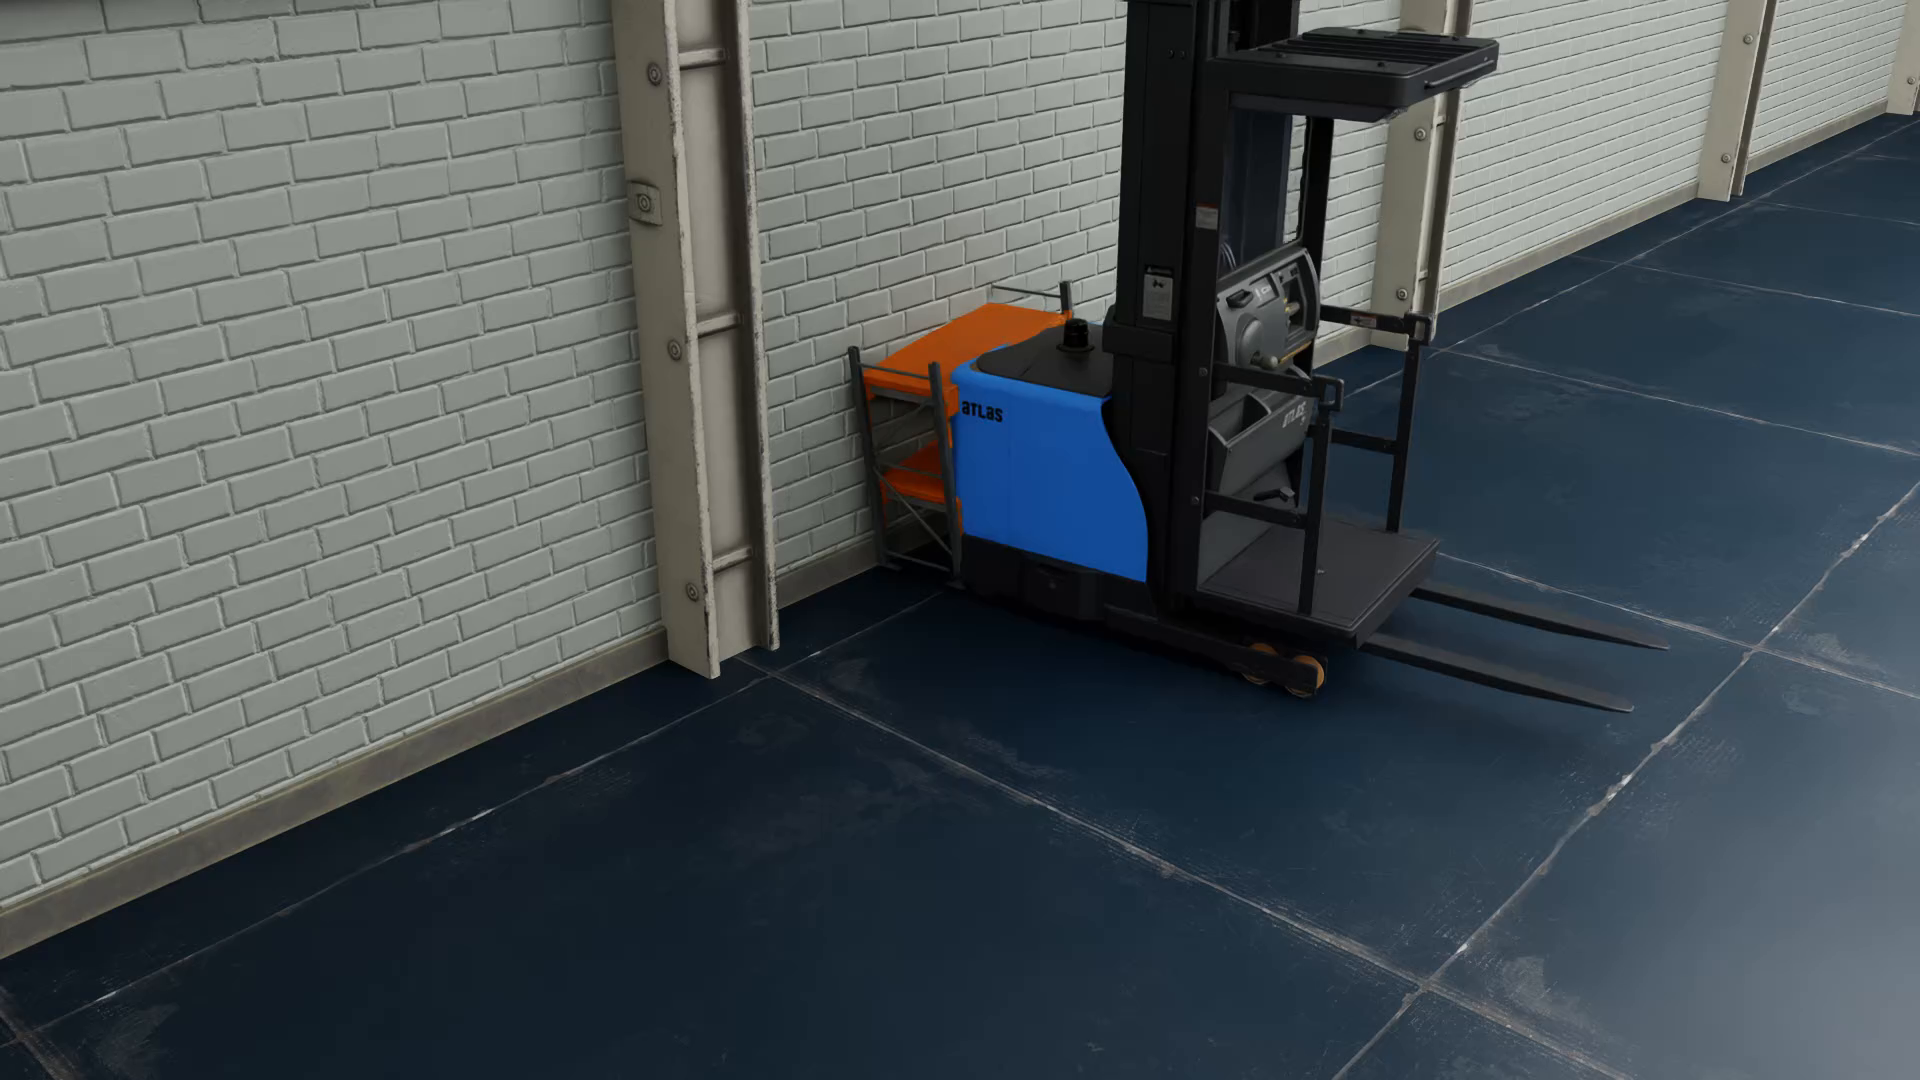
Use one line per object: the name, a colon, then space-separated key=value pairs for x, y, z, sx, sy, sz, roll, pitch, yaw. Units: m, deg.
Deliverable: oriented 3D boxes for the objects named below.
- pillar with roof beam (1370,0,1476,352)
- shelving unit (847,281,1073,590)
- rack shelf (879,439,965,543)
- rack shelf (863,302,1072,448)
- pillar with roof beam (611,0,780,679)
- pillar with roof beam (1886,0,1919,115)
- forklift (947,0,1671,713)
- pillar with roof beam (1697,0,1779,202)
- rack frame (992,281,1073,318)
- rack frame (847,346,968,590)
pillar with roof beam: x=6.186 y=-4.278 z=6.793 sx=9.100 sy=9.000 sz=0.400 roll=20 pitch=31 yaw=38
shelving unit: x=0.070 y=-0.545 z=7.879 sx=0.538 sy=1.125 sz=1.048 roll=15 pitch=36 yaw=35
rack shelf: x=0.097 y=-0.333 z=7.996 sx=0.538 sy=0.278 sz=1.000 roll=15 pitch=36 yaw=35
rack shelf: x=0.038 y=-0.800 z=7.738 sx=0.538 sy=0.278 sz=1.000 roll=15 pitch=36 yaw=35
pillar with roof beam: x=2.182 y=-2.450 z=2.716 sx=9.100 sy=9.000 sz=0.400 roll=20 pitch=31 yaw=38
pillar with roof beam: x=14.195 y=-7.934 z=14.947 sx=9.100 sy=9.000 sz=0.400 roll=20 pitch=31 yaw=38
forklift: x=1.450 y=-0.942 z=6.769 sx=3.031 sy=2.935 sz=1.130 roll=15 pitch=28 yaw=30
pillar with roof beam: x=10.190 y=-6.106 z=10.870 sx=9.100 sy=9.000 sz=0.400 roll=20 pitch=31 yaw=38
rack frame: x=0.373 y=-0.772 z=8.218 sx=0.500 sy=1.125 sz=0.032 roll=15 pitch=36 yaw=35
rack frame: x=-0.233 y=-0.319 z=7.539 sx=0.500 sy=1.125 sz=0.032 roll=15 pitch=36 yaw=35
